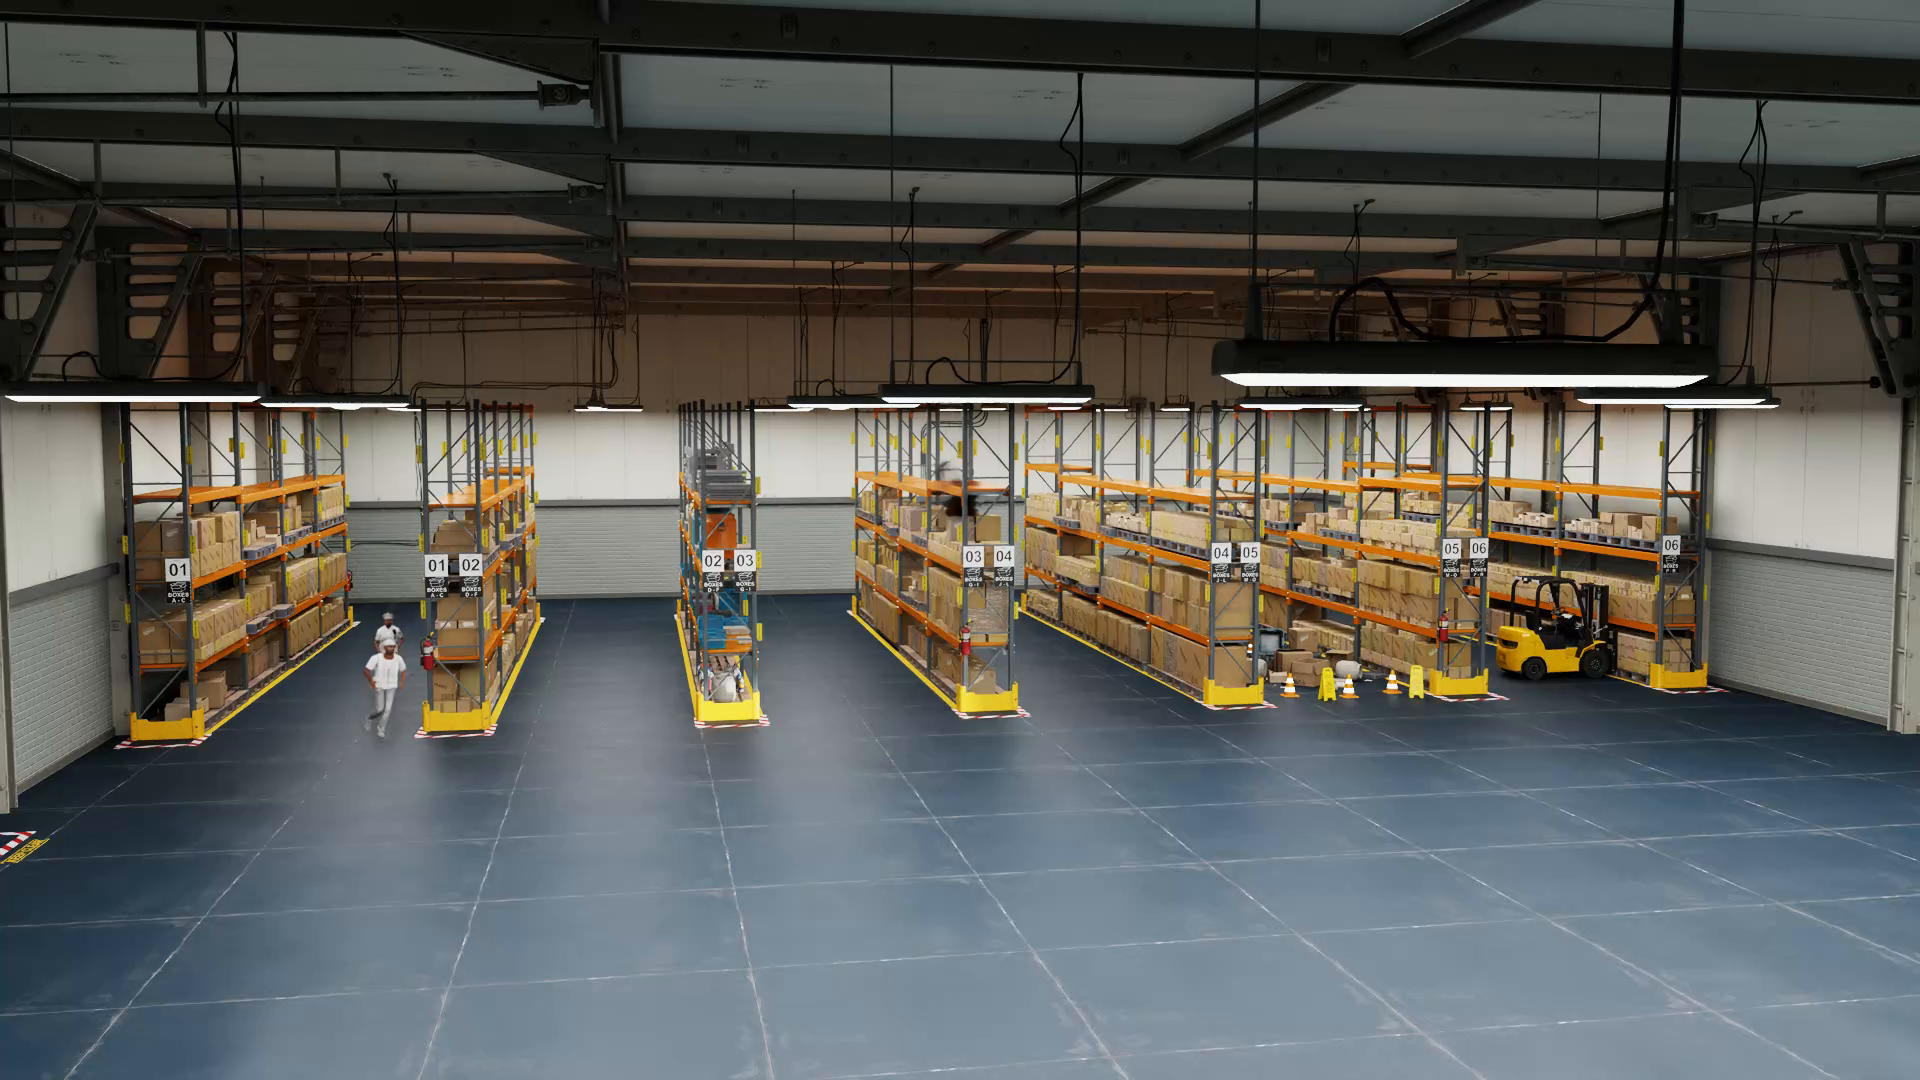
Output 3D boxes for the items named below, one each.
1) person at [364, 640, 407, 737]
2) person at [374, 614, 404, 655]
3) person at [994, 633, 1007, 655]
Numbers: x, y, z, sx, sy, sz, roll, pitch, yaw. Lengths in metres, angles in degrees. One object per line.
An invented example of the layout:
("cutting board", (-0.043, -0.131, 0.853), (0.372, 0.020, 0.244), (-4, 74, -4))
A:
("person", (-10.217, 2.629, 29.668), (0.729, 1.715, 0.543), (-3, 5, -38))
("person", (-11.719, 2.331, 34.141), (0.576, 1.657, 0.578), (-1, 5, -17))
("person", (0.967, 1.880, 39.878), (0.596, 1.686, 0.848), (-1, 4, -16))
